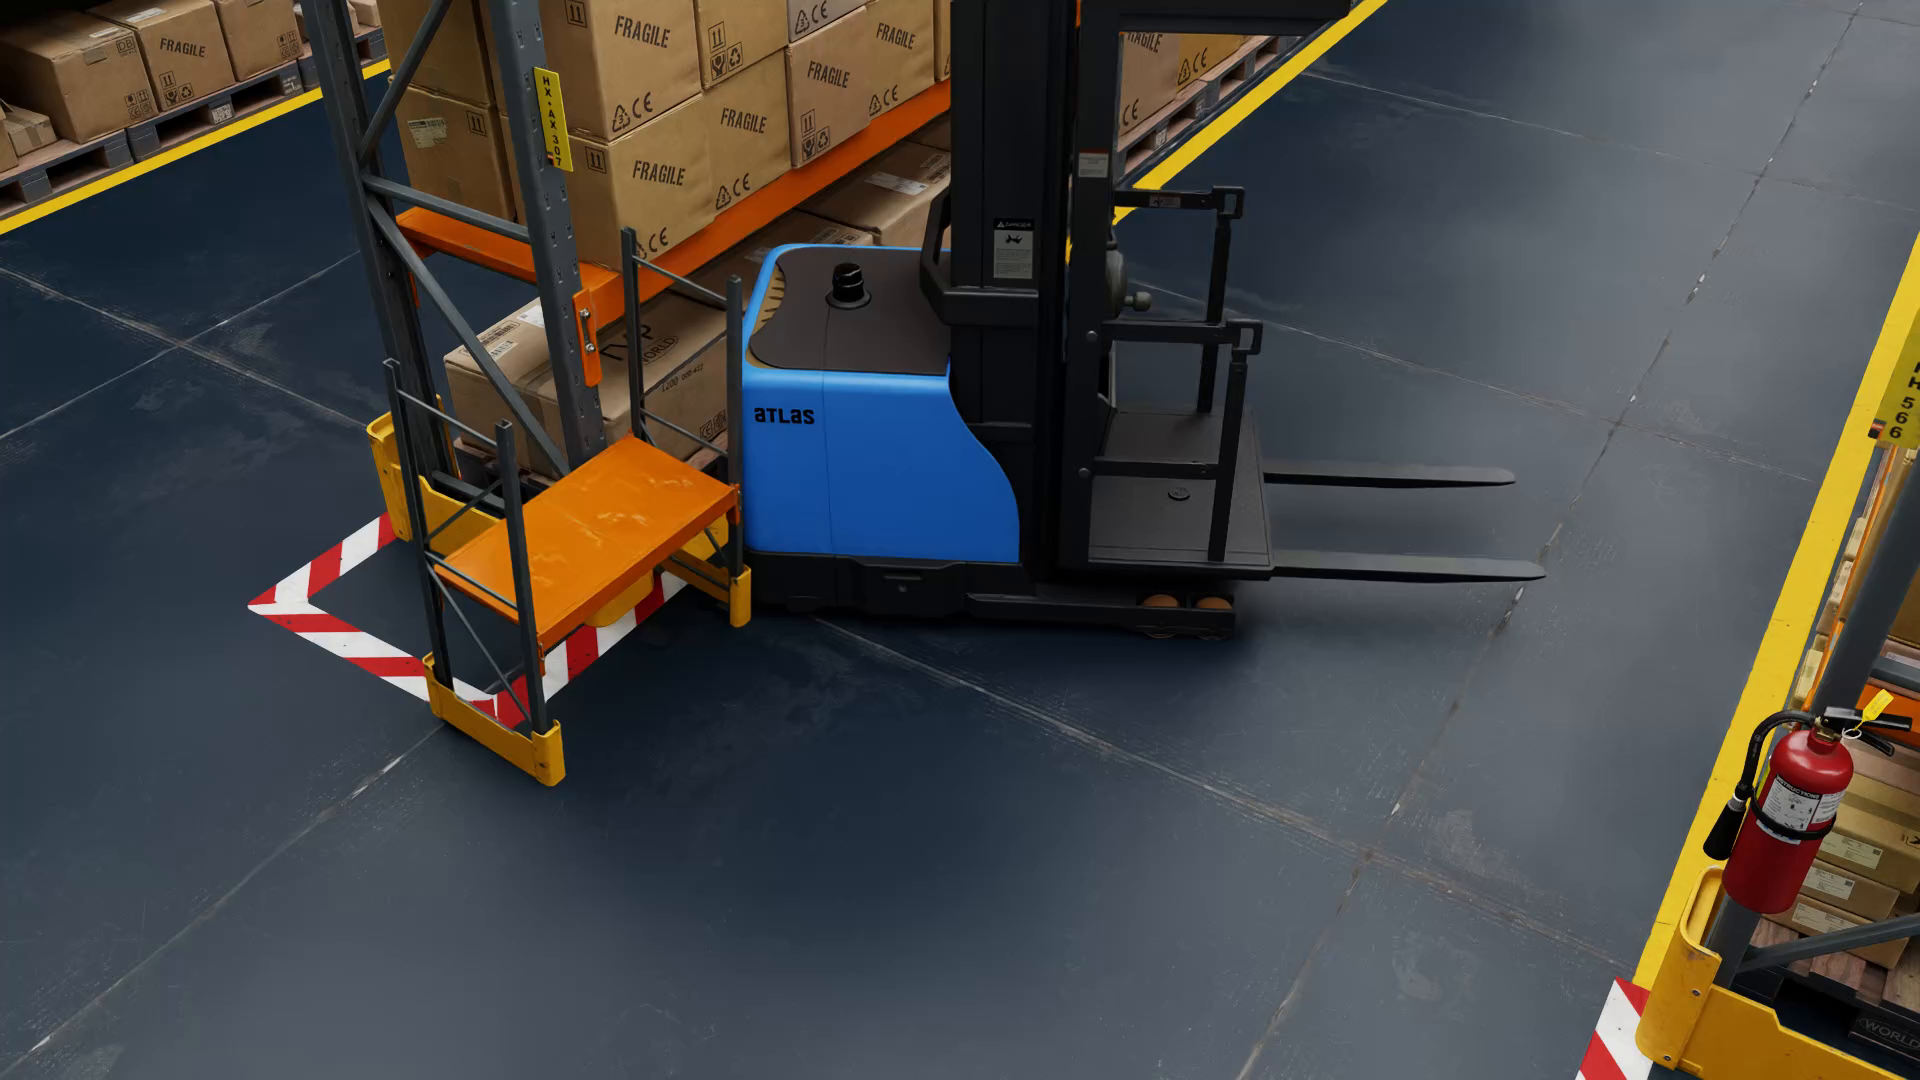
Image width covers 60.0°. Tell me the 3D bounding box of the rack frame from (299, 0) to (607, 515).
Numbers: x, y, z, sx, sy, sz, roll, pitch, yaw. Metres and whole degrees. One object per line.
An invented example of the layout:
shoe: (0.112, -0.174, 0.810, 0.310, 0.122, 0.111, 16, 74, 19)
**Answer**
rack frame: (-1.745, -1.131, 5.761, 1.000, 3.000, 0.127, 21, 42, 25)

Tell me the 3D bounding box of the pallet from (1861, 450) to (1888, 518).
pallet: (4.302, -0.164, 6.790, 1.003, 0.211, 1.213, 21, 42, 25)

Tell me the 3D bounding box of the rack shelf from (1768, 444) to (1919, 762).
rack shelf: (3.561, -0.310, 5.285, 1.077, 0.370, 4.000, 21, 42, 25)

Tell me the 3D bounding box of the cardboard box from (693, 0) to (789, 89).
cardboard box: (-0.976, -1.990, 5.973, 0.500, 0.500, 0.500, 20, 42, 24)

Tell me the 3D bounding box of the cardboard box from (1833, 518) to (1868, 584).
cardboard box: (3.352, 0.099, 5.913, 0.380, 0.149, 0.250, 22, 43, 26)

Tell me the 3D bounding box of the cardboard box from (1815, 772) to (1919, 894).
cardboard box: (2.559, 0.807, 4.750, 0.380, 0.149, 0.250, 22, 43, 26)

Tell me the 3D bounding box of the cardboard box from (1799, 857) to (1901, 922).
cardboard box: (2.531, 0.915, 4.853, 0.380, 0.149, 0.250, 20, 42, 24)

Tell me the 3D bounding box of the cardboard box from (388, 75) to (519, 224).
cardboard box: (-1.710, -1.506, 6.165, 0.500, 0.500, 0.500, 21, 42, 25)

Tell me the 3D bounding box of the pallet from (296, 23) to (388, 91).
pallet: (-4.163, -3.357, 10.932, 1.003, 0.211, 1.213, 21, 42, 25)

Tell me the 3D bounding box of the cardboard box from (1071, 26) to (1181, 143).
cardboard box: (0.663, -2.864, 9.405, 0.875, 0.875, 0.875, 23, 43, 26)

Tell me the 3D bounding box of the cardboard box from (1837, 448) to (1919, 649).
cardboard box: (2.513, -0.037, 4.016, 0.500, 0.500, 0.500, 22, 43, 26)

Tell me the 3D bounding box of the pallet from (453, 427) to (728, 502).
pallet: (-1.382, -0.465, 7.180, 1.003, 0.211, 1.213, 21, 42, 25)

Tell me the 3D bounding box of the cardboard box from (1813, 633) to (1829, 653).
cardboard box: (3.075, 0.376, 5.553, 0.380, 0.149, 0.250, 22, 43, 26)

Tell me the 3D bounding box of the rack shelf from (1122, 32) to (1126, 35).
rack shelf: (1.470, -3.939, 9.993, 1.077, 0.370, 4.000, 21, 42, 25)

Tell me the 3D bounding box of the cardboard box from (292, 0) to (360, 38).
cardboard box: (-4.036, -3.331, 10.510, 0.396, 0.266, 0.258, 23, 43, 27)

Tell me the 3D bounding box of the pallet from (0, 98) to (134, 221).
pallet: (-5.471, -2.099, 9.300, 1.003, 0.211, 1.213, 21, 42, 25)

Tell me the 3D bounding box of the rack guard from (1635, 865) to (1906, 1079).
rack guard: (2.530, 1.387, 4.542, 1.175, 0.500, 0.348, 21, 42, 25)

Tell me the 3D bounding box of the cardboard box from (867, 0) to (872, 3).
cardboard box: (-0.440, -2.515, 6.655, 0.500, 0.500, 0.500, 21, 42, 25)

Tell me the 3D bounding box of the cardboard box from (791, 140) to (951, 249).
cardboard box: (-0.508, -1.595, 8.116, 0.875, 0.438, 0.875, 20, 42, 24)

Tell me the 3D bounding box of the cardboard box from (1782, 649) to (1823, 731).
cardboard box: (2.774, 0.521, 5.121, 0.380, 0.149, 0.250, 20, 42, 24)

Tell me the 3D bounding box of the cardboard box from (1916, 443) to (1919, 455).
cardboard box: (2.524, -0.435, 3.713, 0.500, 0.500, 0.500, 20, 42, 24)

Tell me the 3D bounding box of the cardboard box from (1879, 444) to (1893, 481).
cardboard box: (3.934, -0.298, 6.671, 0.380, 0.149, 0.250, 21, 42, 25)

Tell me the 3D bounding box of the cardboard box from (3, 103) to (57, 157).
cardboard box: (-5.270, -2.281, 9.243, 0.380, 0.149, 0.250, 19, 42, 23)

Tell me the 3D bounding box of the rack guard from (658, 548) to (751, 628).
rack guard: (-1.047, 0.102, 6.364, 0.587, 0.250, 0.087, 27, 45, 22)

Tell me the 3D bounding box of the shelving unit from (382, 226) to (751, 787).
shelving unit: (-1.272, -0.116, 5.629, 0.587, 1.500, 1.083, 27, 45, 22)

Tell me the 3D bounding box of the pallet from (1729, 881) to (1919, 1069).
pallet: (2.995, 1.094, 5.158, 1.003, 0.211, 1.213, 21, 42, 25)

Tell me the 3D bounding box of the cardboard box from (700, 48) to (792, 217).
cardboard box: (-0.997, -1.594, 6.279, 0.500, 0.500, 0.500, 21, 42, 25)

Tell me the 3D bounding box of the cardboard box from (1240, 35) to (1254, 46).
cardboard box: (1.620, -3.793, 10.610, 0.875, 0.875, 0.875, 22, 43, 26)

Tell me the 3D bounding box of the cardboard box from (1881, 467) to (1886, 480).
cardboard box: (3.656, -0.274, 6.152, 0.380, 0.149, 0.250, 22, 43, 26)

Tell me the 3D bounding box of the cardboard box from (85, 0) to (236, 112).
cardboard box: (-4.671, -2.881, 9.734, 0.500, 0.500, 0.500, 22, 43, 26)

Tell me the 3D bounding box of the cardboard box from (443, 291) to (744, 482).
cardboard box: (-1.475, -0.656, 6.898, 0.875, 0.438, 0.875, 20, 42, 24)

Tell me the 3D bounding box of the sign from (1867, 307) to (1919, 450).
sign: (2.031, -0.340, 3.527, 0.100, 0.325, 0.005, 21, 42, 25)

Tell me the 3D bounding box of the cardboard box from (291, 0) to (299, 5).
cardboard box: (-4.348, -3.653, 10.890, 0.500, 0.311, 0.500, 23, 43, 27)

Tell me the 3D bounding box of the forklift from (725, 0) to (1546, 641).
forklift: (0.706, -1.120, 5.802, 3.031, 2.935, 1.130, 3, 38, 3)

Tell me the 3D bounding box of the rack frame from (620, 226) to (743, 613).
rack frame: (-0.984, -0.379, 5.969, 0.500, 1.500, 0.032, 27, 45, 22)

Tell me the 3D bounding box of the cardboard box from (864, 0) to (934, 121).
cardboard box: (-0.455, -2.114, 6.954, 0.500, 0.500, 0.500, 23, 43, 27)

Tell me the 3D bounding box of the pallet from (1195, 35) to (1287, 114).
pallet: (1.401, -3.143, 10.654, 1.003, 0.211, 1.213, 21, 42, 25)

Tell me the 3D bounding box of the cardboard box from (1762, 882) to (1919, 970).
cardboard box: (2.595, 1.059, 4.910, 0.380, 0.149, 0.250, 22, 43, 26)
